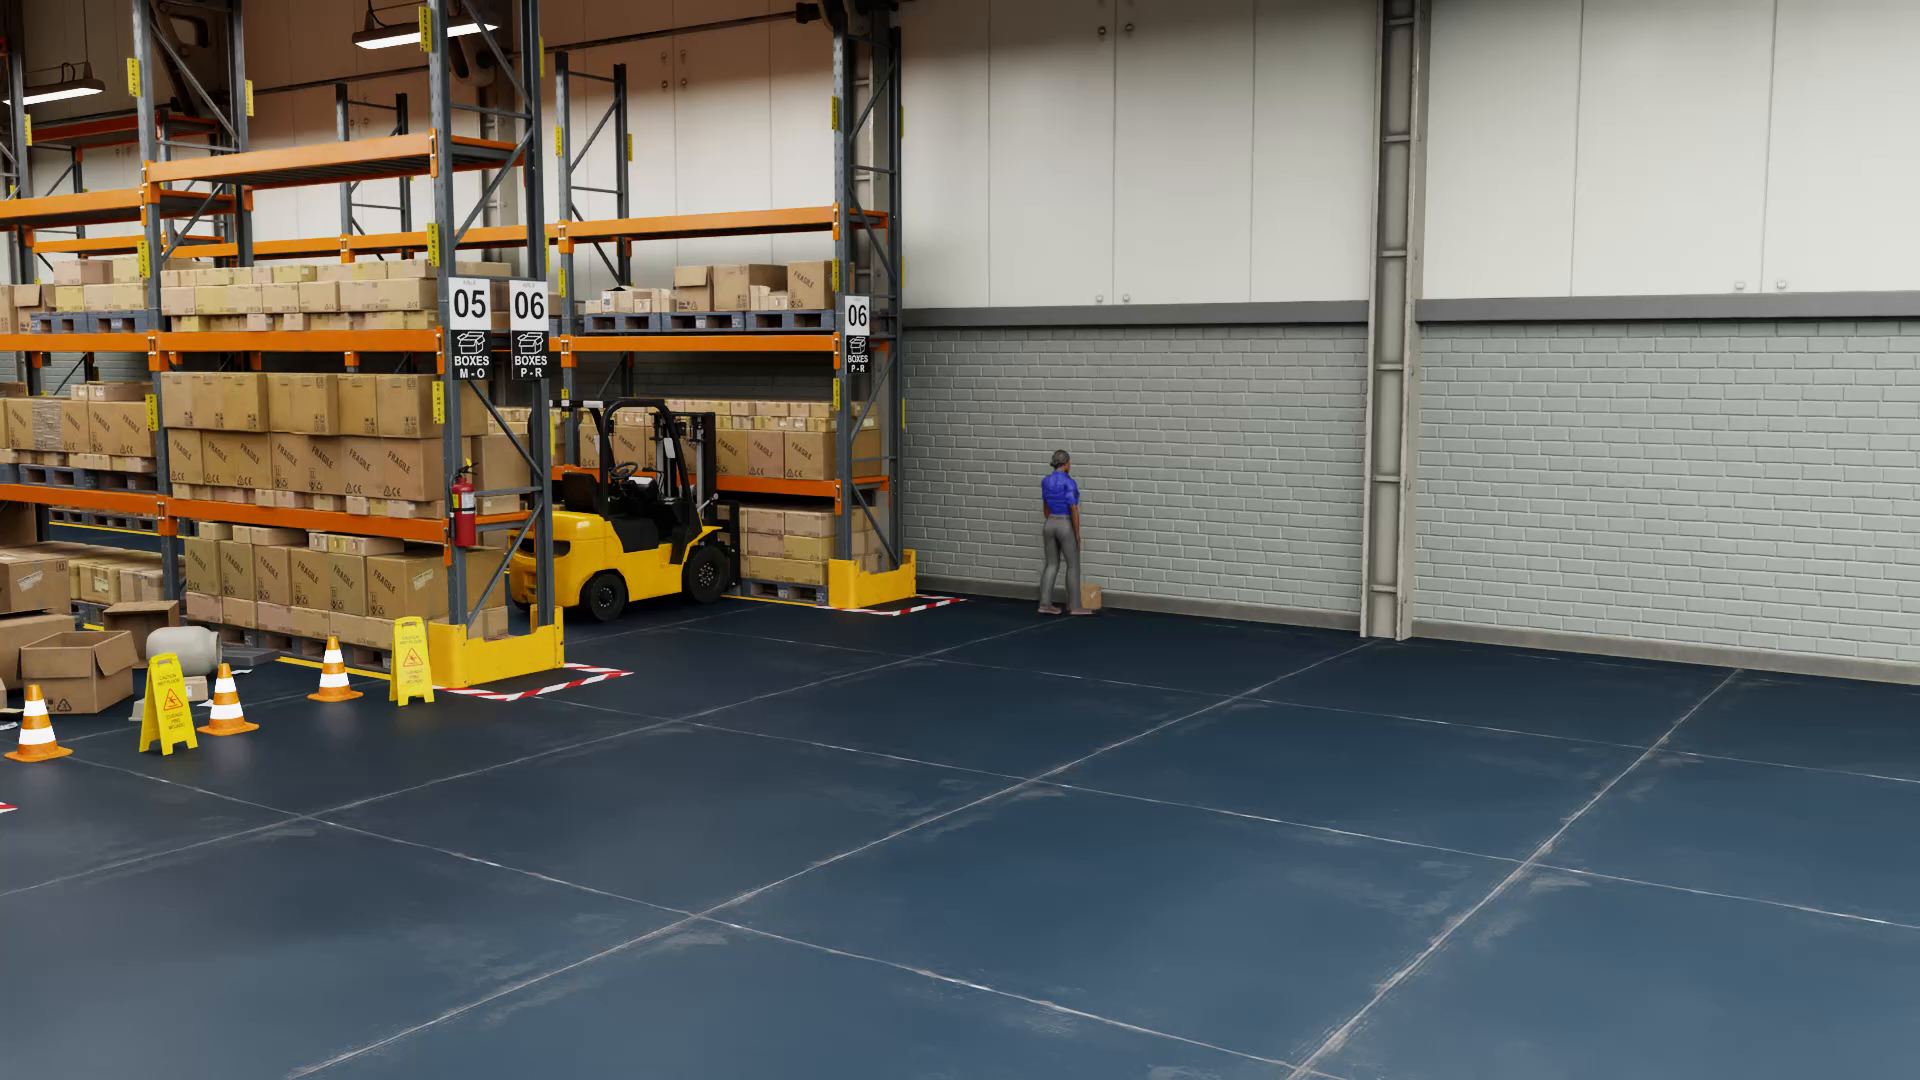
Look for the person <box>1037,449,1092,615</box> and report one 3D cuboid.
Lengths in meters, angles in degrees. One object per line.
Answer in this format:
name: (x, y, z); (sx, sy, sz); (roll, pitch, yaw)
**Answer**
person: (1.032, -0.066, 16.616); (0.461, 1.654, 0.502); (6, 9, 42)
